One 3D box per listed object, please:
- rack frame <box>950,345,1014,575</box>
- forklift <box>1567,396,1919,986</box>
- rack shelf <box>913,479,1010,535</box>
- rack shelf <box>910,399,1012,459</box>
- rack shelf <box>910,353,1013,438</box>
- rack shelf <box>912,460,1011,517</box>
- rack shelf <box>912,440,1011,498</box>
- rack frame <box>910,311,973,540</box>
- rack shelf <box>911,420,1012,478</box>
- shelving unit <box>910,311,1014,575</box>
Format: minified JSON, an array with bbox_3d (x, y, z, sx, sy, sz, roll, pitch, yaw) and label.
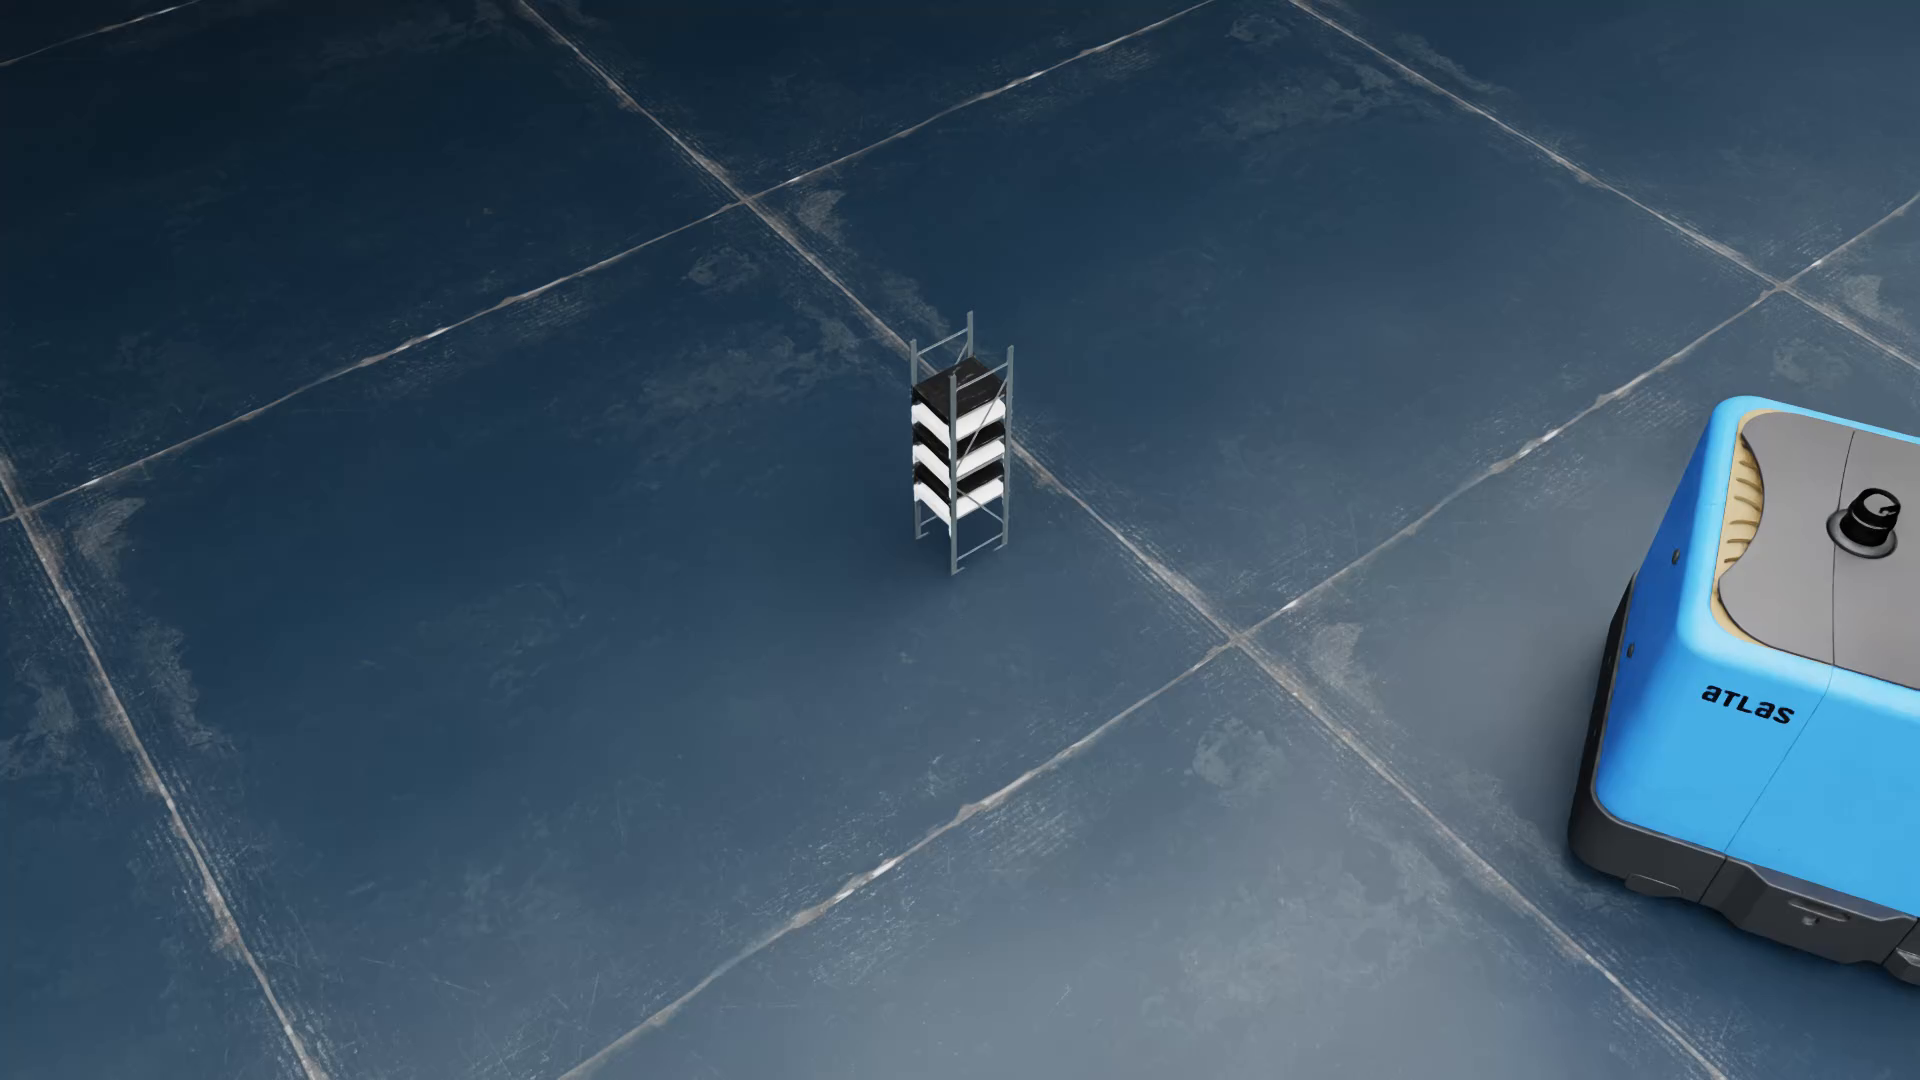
[{"bbox_3d":[0.066,-0.237,5.358,0.240,0.900,0.006,-29,54,-24],"label":"rack frame"},{"bbox_3d":[3.343,0.065,3.712,3.031,2.935,1.130,17,50,15],"label":"forklift"},{"bbox_3d":[0.005,-0.154,5.570,0.258,0.077,0.200,-29,54,-24],"label":"rack shelf"},{"bbox_3d":[0.005,-0.396,5.304,0.258,0.077,0.200,-29,54,-24],"label":"rack shelf"},{"bbox_3d":[0.005,-0.456,5.237,0.258,0.077,0.200,-29,54,-24],"label":"rack shelf"},{"bbox_3d":[0.005,-0.215,5.504,0.258,0.077,0.200,-29,54,-24],"label":"rack shelf"},{"bbox_3d":[0.005,-0.275,5.437,0.258,0.077,0.200,-29,54,-24],"label":"rack shelf"},{"bbox_3d":[-0.057,-0.357,5.467,0.240,0.900,0.006,-29,54,-24],"label":"rack frame"},{"bbox_3d":[0.005,-0.336,5.370,0.258,0.077,0.200,-29,54,-24],"label":"rack shelf"},{"bbox_3d":[0.005,-0.297,5.412,0.258,0.900,0.210,-29,54,-24],"label":"shelving unit"}]
